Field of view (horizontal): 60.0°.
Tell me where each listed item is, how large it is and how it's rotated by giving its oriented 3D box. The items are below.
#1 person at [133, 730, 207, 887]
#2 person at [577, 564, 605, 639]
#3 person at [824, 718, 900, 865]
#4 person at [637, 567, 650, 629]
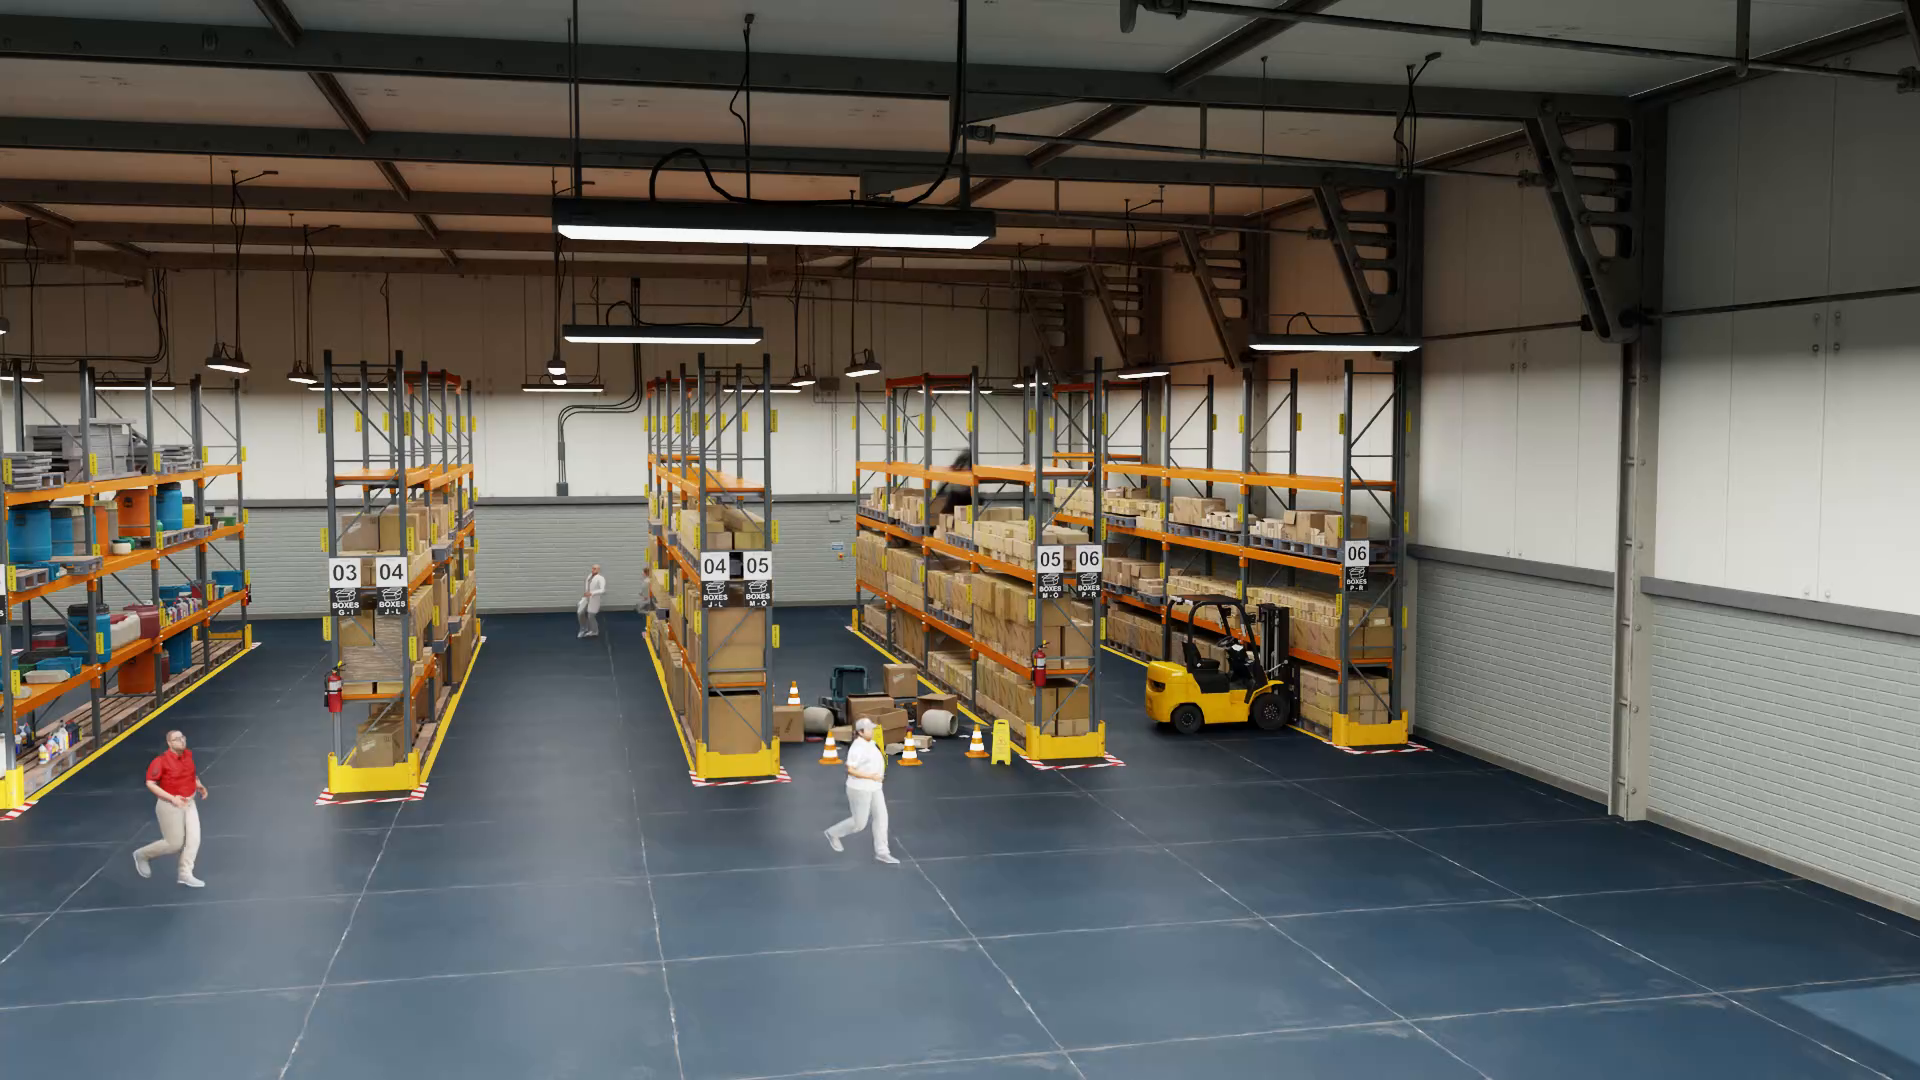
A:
[{"bbox_3d":[-8.567,2.909,18.102,0.749,1.716,0.666,1,4,17],"label":"person"},{"bbox_3d":[-8.593,1.432,38.941,0.703,1.739,0.694,2,4,28],"label":"person"},{"bbox_3d":[-1.115,2.862,18.998,0.900,1.656,0.613,2,4,26],"label":"person"},{"bbox_3d":[-7.627,1.425,40.413,0.467,1.542,0.603,-1,4,-12],"label":"person"}]
